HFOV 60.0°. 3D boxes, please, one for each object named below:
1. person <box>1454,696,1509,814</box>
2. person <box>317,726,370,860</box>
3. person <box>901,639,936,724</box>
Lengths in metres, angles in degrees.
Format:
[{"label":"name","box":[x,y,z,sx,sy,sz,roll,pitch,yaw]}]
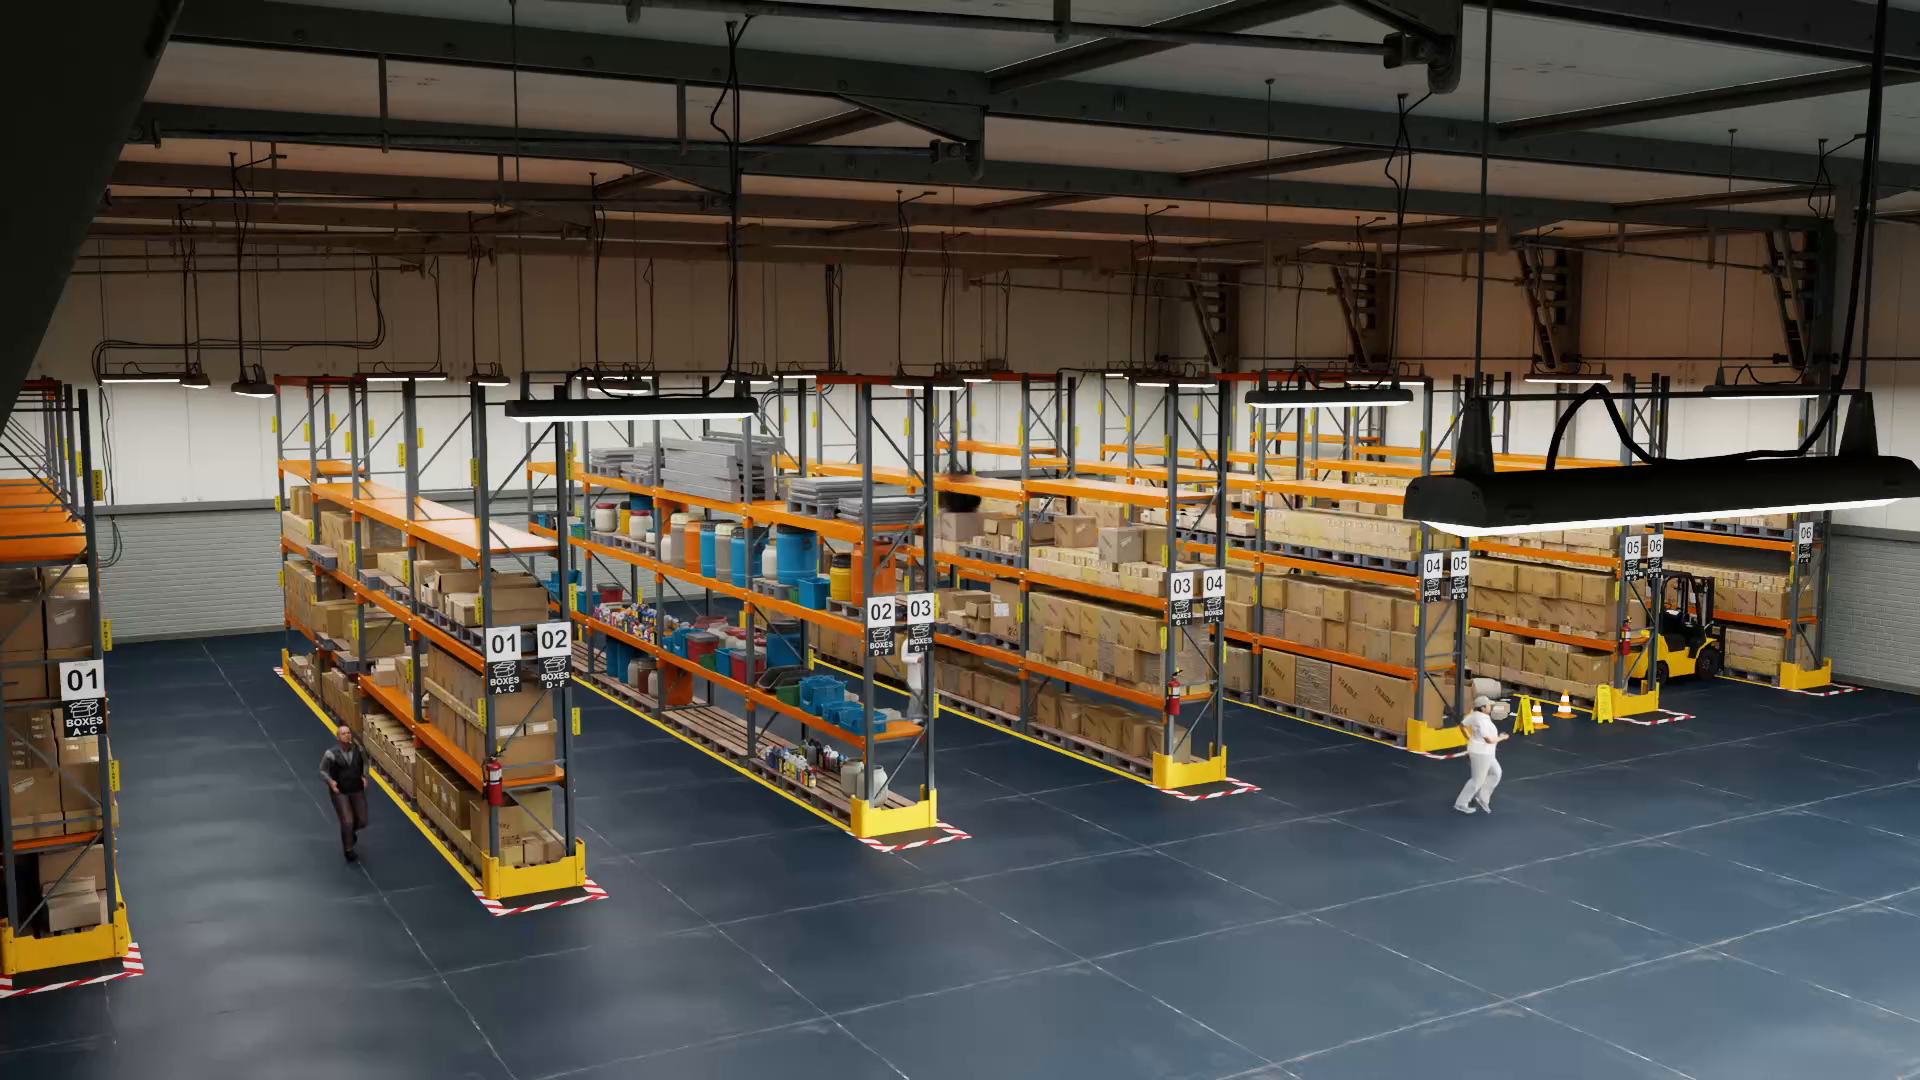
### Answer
[{"label":"person","box":[7.225,2.998,23.037,0.713,1.709,0.576,1,6,9]},{"label":"person","box":[-7.801,3.191,21.124,0.659,1.673,0.614,-5,8,-38]},{"label":"person","box":[-0.680,2.324,28.685,0.690,1.768,0.682,-5,8,-38]}]
